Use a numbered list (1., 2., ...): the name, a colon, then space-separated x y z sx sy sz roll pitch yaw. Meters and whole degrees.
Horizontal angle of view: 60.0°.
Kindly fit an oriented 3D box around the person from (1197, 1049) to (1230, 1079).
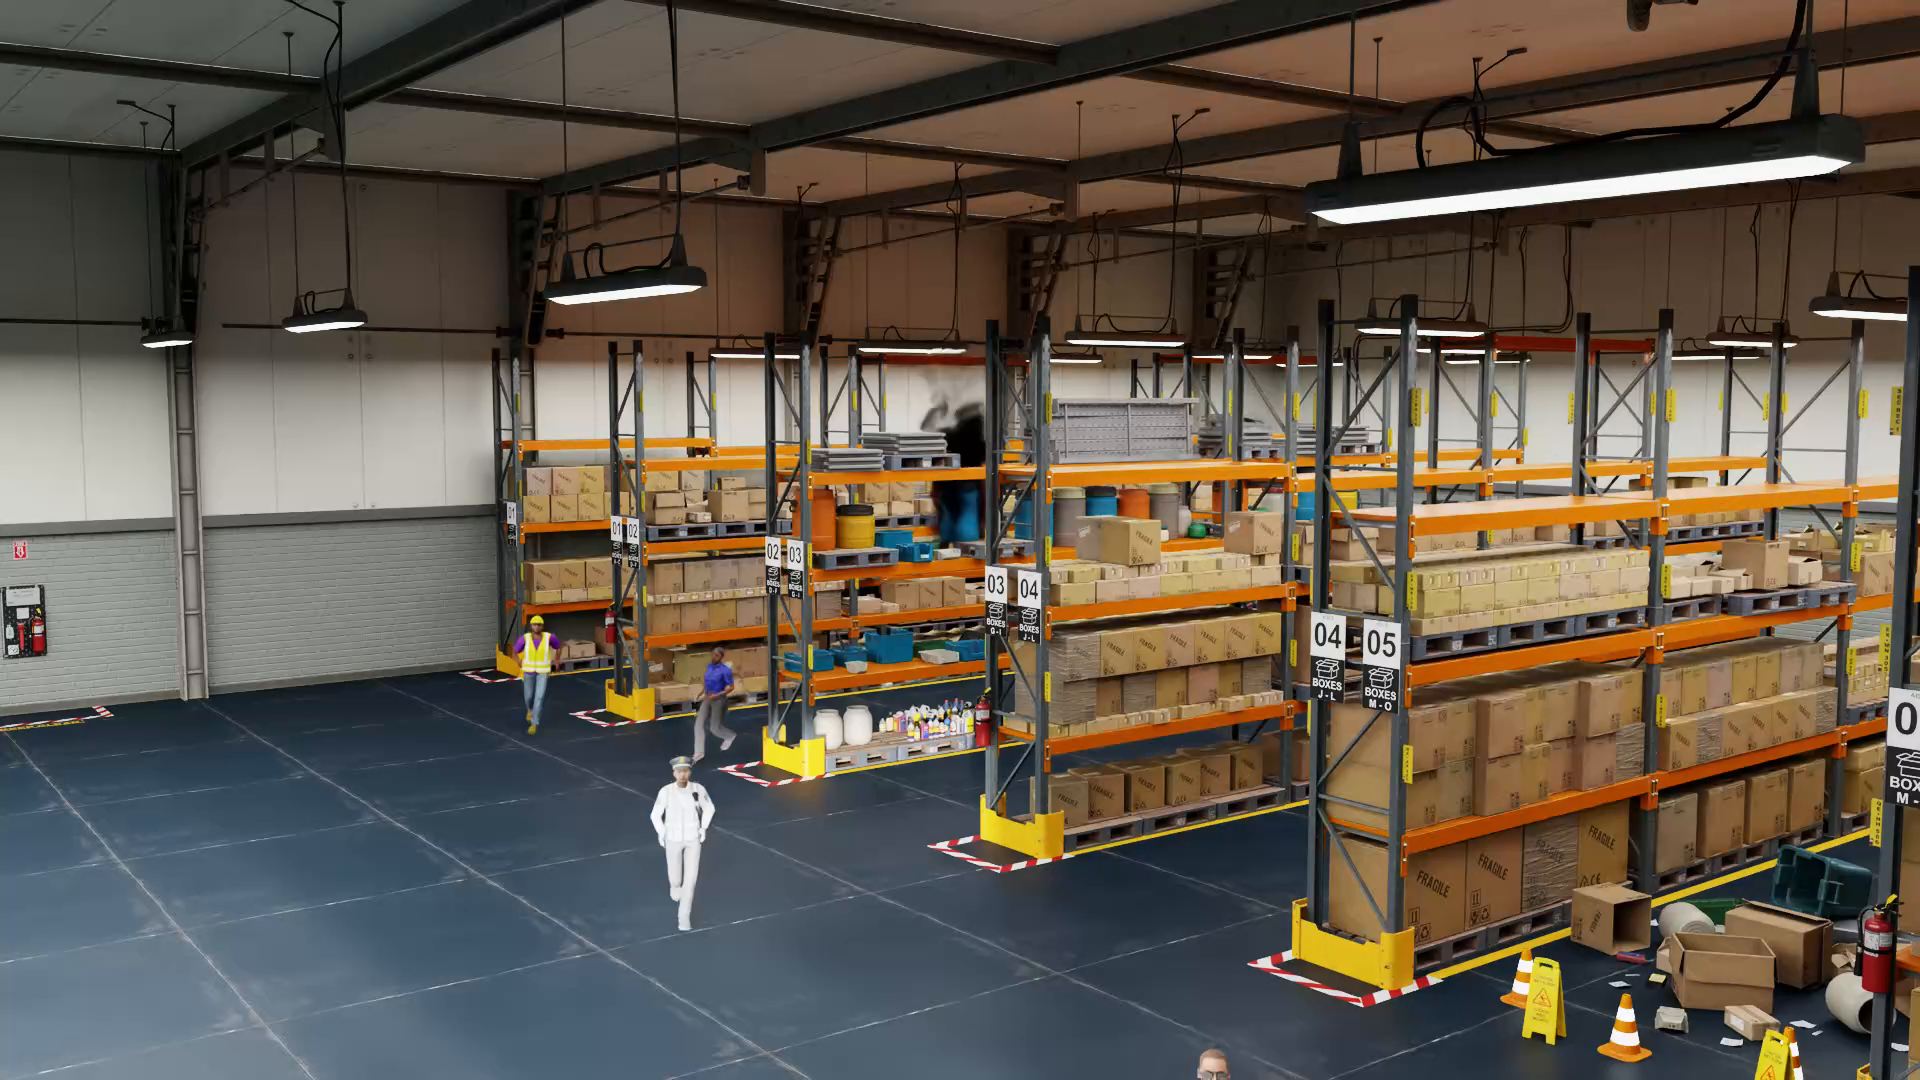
1. person: 1.336 3.527 8.777 0.668 1.715 0.853 1 5 8

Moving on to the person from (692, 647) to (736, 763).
1. person: -3.419 2.310 23.501 0.620 1.641 0.823 3 6 34

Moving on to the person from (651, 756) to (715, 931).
1. person: -2.703 2.922 16.273 0.623 1.664 0.680 -1 5 -11

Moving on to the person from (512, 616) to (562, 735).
1. person: -6.505 2.038 25.542 0.738 1.764 0.996 -1 5 -8
